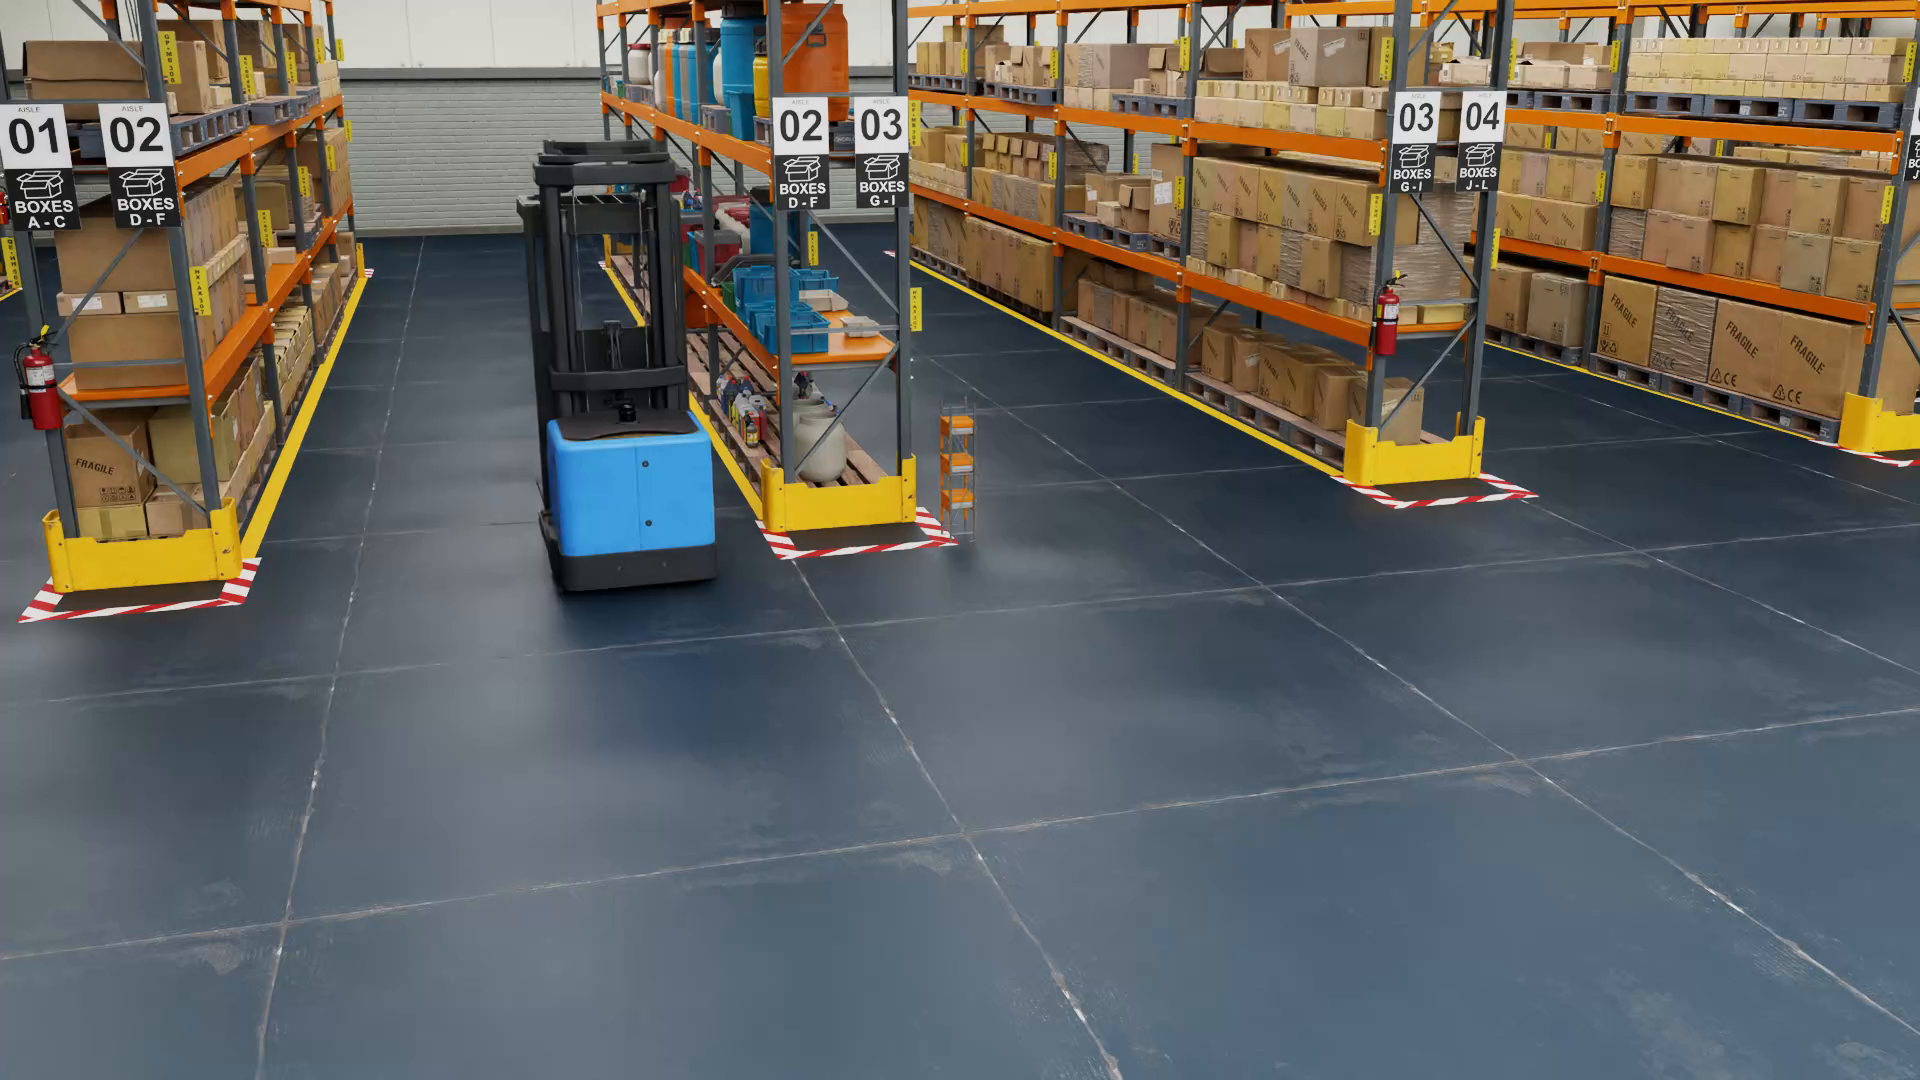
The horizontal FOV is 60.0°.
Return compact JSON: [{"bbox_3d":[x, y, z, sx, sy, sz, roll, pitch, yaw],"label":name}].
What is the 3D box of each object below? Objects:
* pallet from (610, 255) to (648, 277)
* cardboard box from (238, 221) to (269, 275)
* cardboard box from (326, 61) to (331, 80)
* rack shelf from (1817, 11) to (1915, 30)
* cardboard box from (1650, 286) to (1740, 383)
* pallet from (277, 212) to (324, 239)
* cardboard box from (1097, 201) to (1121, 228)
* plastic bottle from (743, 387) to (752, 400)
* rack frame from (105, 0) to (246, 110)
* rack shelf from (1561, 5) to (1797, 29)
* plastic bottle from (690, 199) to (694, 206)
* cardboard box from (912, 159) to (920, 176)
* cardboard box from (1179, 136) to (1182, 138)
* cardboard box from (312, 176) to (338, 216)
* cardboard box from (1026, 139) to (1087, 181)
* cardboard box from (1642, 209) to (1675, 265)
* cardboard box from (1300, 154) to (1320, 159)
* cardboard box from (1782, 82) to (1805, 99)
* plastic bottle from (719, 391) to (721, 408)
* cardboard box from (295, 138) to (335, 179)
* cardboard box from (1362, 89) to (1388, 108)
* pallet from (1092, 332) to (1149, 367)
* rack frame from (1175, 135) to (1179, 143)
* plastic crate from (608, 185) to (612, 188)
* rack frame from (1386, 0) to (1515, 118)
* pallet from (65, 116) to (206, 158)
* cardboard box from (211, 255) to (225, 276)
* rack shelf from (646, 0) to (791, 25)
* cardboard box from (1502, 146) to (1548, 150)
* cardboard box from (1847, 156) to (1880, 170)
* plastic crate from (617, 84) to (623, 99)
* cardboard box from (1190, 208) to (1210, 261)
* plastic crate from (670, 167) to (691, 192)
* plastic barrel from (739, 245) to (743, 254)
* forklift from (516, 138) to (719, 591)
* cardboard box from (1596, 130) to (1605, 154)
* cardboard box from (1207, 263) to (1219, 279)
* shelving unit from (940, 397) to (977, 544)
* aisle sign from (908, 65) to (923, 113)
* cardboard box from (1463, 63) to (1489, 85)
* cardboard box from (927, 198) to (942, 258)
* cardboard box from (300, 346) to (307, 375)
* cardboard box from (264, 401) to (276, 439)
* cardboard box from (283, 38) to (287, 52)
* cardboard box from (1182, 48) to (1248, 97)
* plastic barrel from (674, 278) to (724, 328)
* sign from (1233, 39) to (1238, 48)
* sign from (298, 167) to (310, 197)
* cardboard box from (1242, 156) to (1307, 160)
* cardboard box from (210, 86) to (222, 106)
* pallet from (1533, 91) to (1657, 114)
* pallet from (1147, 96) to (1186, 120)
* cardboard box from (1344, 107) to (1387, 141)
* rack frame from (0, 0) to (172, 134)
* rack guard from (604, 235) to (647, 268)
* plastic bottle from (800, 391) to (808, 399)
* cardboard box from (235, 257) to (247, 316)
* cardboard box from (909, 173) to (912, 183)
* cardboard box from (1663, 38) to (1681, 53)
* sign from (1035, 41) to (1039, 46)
[{"bbox_3d":[-5.077,-4.425,26.816,1.003,0.211,1.213,-5,17,-15],"label":"pallet"},{"bbox_3d":[-7.355,-2.973,16.963,0.500,0.500,0.500,-6,18,-18],"label":"cardboard box"},{"bbox_3d":[-9.229,-6.669,23.616,0.500,0.250,0.500,-5,17,-15],"label":"cardboard box"},{"bbox_3d":[15.444,-8.238,26.179,1.077,0.370,4.000,-5,17,-15],"label":"rack shelf"},{"bbox_3d":[7.947,-2.183,17.469,0.875,0.875,0.875,-5,17,-15],"label":"cardboard box"},{"bbox_3d":[-8.371,-3.834,20.335,1.003,0.211,1.213,-5,17,-15],"label":"pallet"},{"bbox_3d":[1.934,-3.818,19.479,0.500,0.250,0.500,-5,17,-17],"label":"cardboard box"},{"bbox_3d":[-1.990,-1.290,15.510,0.097,0.271,0.097,0,17,0],"label":"plastic bottle"},{"bbox_3d":[-6.733,-5.155,13.971,1.000,3.000,0.127,-5,17,-15],"label":"rack frame"},{"bbox_3d":[10.673,-7.844,24.870,1.077,0.370,4.000,-5,17,-15],"label":"rack shelf"},{"bbox_3d":[-3.523,-4.383,22.054,0.097,0.271,0.097,0,17,0],"label":"plastic bottle"},{"bbox_3d":[-0.483,-6.157,27.477,0.500,0.250,0.500,-5,17,-16],"label":"cardboard box"},{"bbox_3d":[4.160,-7.271,29.017,0.500,0.500,0.500,-5,17,-16],"label":"cardboard box"},{"bbox_3d":[-8.809,-4.705,22.728,0.500,0.500,0.500,-4,17,-14],"label":"cardboard box"},{"bbox_3d":[1.332,-5.083,22.241,0.797,0.503,0.637,-4,17,-14],"label":"cardboard box"},{"bbox_3d":[7.876,-3.249,17.792,0.875,0.550,0.550,-5,17,-15],"label":"cardboard box"},{"bbox_3d":[5.274,-5.644,24.701,0.380,0.149,0.250,-5,17,-16],"label":"cardboard box"},{"bbox_3d":[7.992,-4.234,15.652,0.380,0.149,0.250,-5,17,-16],"label":"cardboard box"},{"bbox_3d":[-2.247,-1.364,15.878,0.097,0.201,0.097,0,17,0],"label":"plastic bottle"},{"bbox_3d":[-8.790,-5.174,22.551,0.500,0.500,0.500,-4,17,-14],"label":"cardboard box"},{"bbox_3d":[3.558,-3.647,13.732,0.380,0.149,0.250,-5,18,-17],"label":"cardboard box"},{"bbox_3d":[2.239,-2.282,19.681,1.003,0.211,1.213,-5,17,-15],"label":"pallet"},{"bbox_3d":[4.292,-6.747,29.701,1.000,3.000,0.127,-5,17,-15],"label":"rack frame"},{"bbox_3d":[-5.507,-5.705,26.583,0.250,0.136,0.298,-5,17,-15],"label":"plastic crate"},{"bbox_3d":[3.893,-4.831,12.892,1.000,3.000,0.127,-5,17,-15],"label":"rack frame"},{"bbox_3d":[-5.803,-2.767,11.390,1.003,0.211,1.213,-5,17,-15],"label":"pallet"},{"bbox_3d":[-6.028,-2.158,13.119,0.380,0.149,0.250,-4,17,-13],"label":"cardboard box"},{"bbox_3d":[-2.519,-5.563,17.274,1.077,0.370,4.000,-5,17,-15],"label":"rack shelf"},{"bbox_3d":[6.888,-4.655,20.823,0.700,0.500,0.500,-5,17,-16],"label":"cardboard box"},{"bbox_3d":[11.701,-4.629,21.227,0.500,0.500,0.500,-4,17,-13],"label":"cardboard box"},{"bbox_3d":[-4.574,-6.314,23.411,0.450,0.188,0.662,-5,17,-15],"label":"plastic crate"},{"bbox_3d":[2.858,-3.125,16.950,0.875,0.500,0.500,-5,17,-15],"label":"cardboard box"},{"bbox_3d":[-4.172,-5.211,24.372,0.402,0.464,0.583,-5,17,-15],"label":"plastic crate"},{"bbox_3d":[-2.185,-2.984,17.414,0.301,0.262,0.301,0,17,0],"label":"plastic barrel"},{"bbox_3d":[-2.588,-1.446,12.172,1.130,2.935,3.031,-5,17,-17],"label":"forklift"},{"bbox_3d":[10.270,-6.165,25.851,0.500,0.500,0.500,-5,17,-17],"label":"cardboard box"},{"bbox_3d":[2.715,-2.723,16.741,0.380,0.149,0.250,-5,17,-15],"label":"cardboard box"},{"bbox_3d":[-0.014,-0.518,12.350,0.215,1.050,0.252,-5,17,-15],"label":"shelving unit"},{"bbox_3d":[-0.813,-7.624,28.102,0.394,0.787,0.004,-5,17,-15],"label":"aisle sign"},{"bbox_3d":[6.616,-5.792,20.664,0.500,0.250,0.500,-4,17,-14],"label":"cardboard box"},{"bbox_3d":[-0.002,-5.144,27.327,0.875,0.875,0.875,-5,17,-15],"label":"cardboard box"},{"bbox_3d":[-7.172,-1.865,17.495,0.500,0.250,0.500,-4,17,-14],"label":"cardboard box"},{"bbox_3d":[-6.395,-1.055,14.800,0.500,0.250,0.500,-5,17,-15],"label":"cardboard box"},{"bbox_3d":[-8.658,-5.900,20.588,0.600,0.600,0.600,-5,17,-16],"label":"cardboard box"},{"bbox_3d":[2.759,-4.889,17.390,0.797,0.503,0.637,-6,18,-18],"label":"cardboard box"},{"bbox_3d":[-3.219,-3.075,20.516,0.600,0.830,0.708,-5,17,-15],"label":"plastic barrel"},{"bbox_3d":[4.831,-8.646,29.270,0.100,0.325,0.005,-5,17,-15],"label":"sign"},{"bbox_3d":[-7.299,-3.988,18.500,0.100,0.325,0.005,-5,17,-15],"label":"sign"},{"bbox_3d":[3.182,-3.630,16.895,0.500,0.500,0.500,-5,17,-15],"label":"cardboard box"},{"bbox_3d":[-6.138,-3.554,13.320,0.380,0.149,0.250,-5,17,-15],"label":"cardboard box"},{"bbox_3d":[7.291,-5.023,19.078,0.805,0.209,1.217,-5,18,-17],"label":"pallet"},{"bbox_3d":[2.726,-4.590,17.630,1.213,0.211,1.003,-5,17,-15],"label":"pallet"},{"bbox_3d":[3.516,-3.436,13.722,0.500,0.250,0.500,-4,17,-14],"label":"cardboard box"},{"bbox_3d":[-5.633,-4.049,10.288,1.000,3.000,0.127,-5,17,-15],"label":"rack frame"},{"bbox_3d":[-5.286,-4.800,27.563,1.175,0.500,0.348,-5,17,-15],"label":"rack guard"},{"bbox_3d":[-1.435,-1.231,15.292,0.061,0.283,0.133,-5,17,-15],"label":"plastic bottle"},{"bbox_3d":[-6.605,-2.207,14.413,0.700,0.500,0.500,-5,17,-17],"label":"cardboard box"},{"bbox_3d":[-0.652,-6.068,27.875,0.380,0.149,0.250,-5,17,-16],"label":"cardboard box"},{"bbox_3d":[7.504,-5.107,17.173,0.380,0.149,0.250,-5,17,-16],"label":"cardboard box"},{"bbox_3d":[1.114,-7.157,24.406,0.100,0.325,0.005,-5,17,-15],"label":"sign"}]
